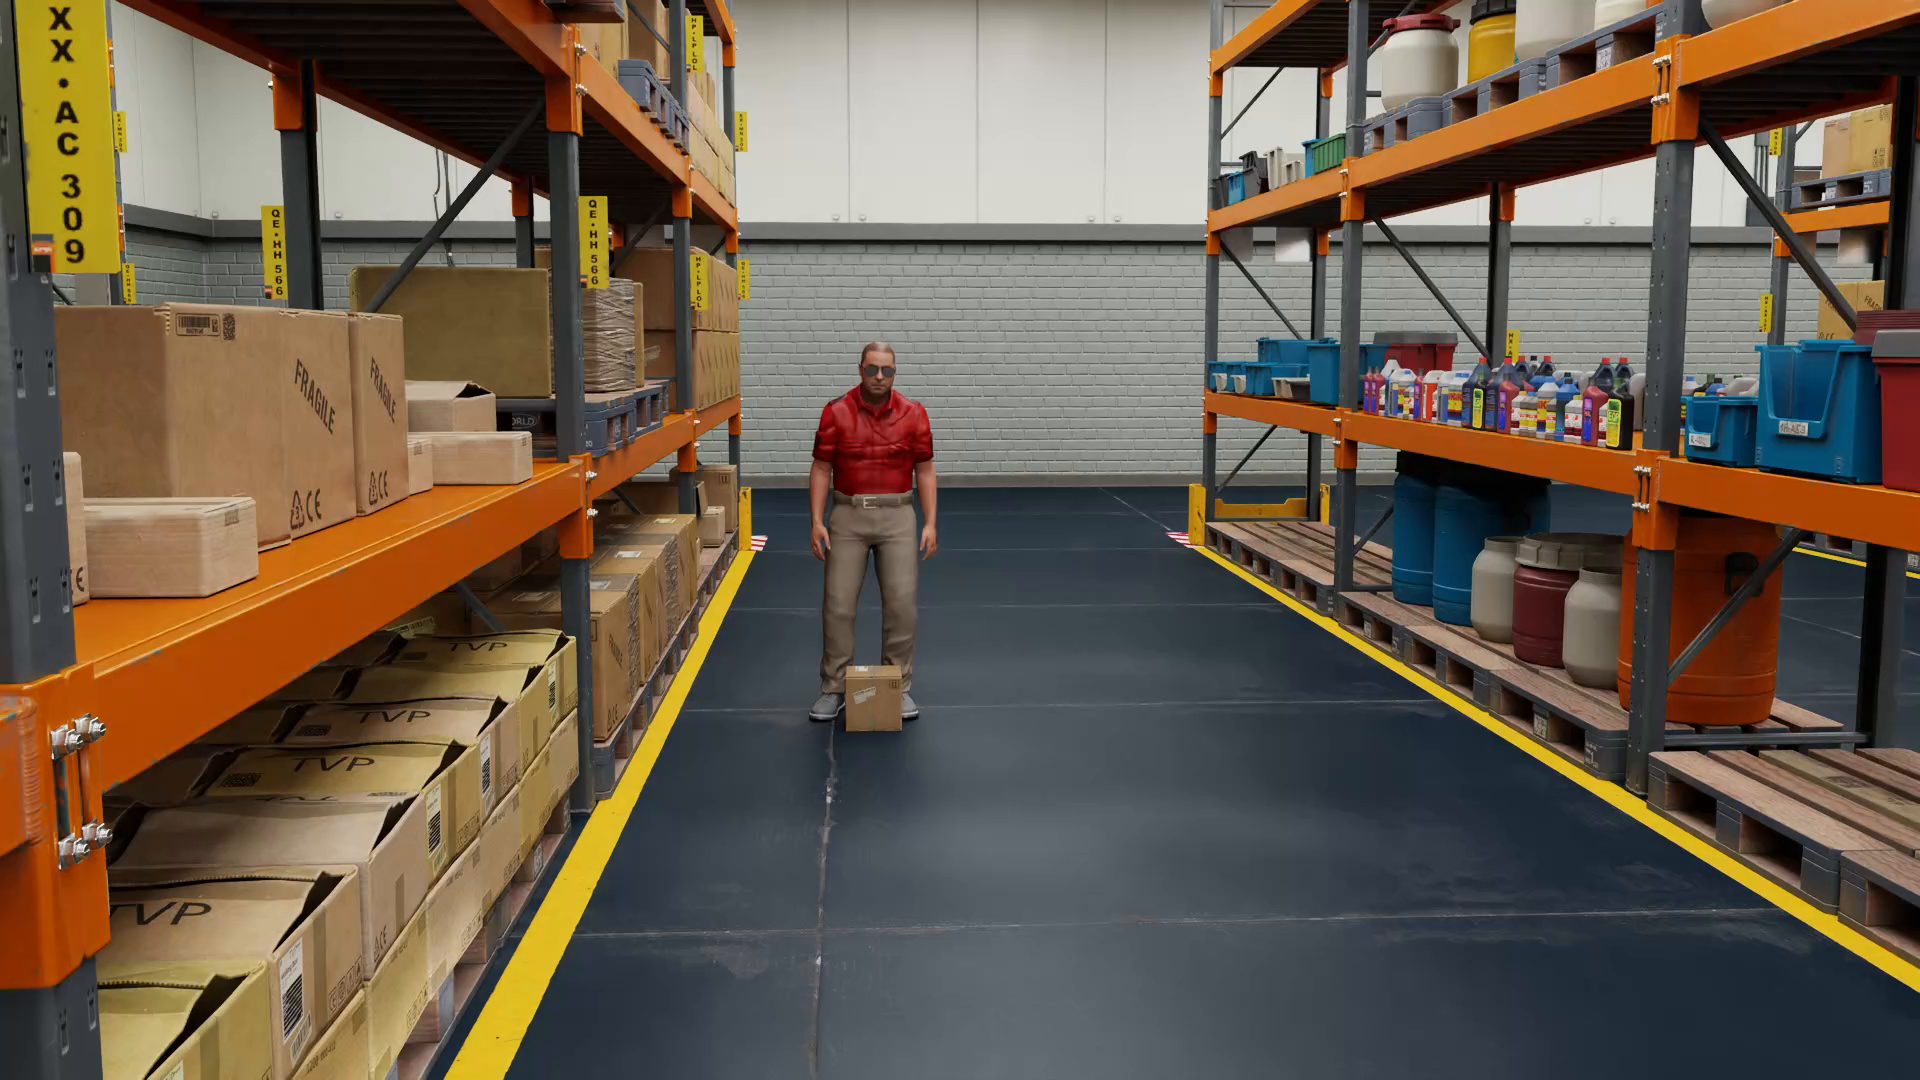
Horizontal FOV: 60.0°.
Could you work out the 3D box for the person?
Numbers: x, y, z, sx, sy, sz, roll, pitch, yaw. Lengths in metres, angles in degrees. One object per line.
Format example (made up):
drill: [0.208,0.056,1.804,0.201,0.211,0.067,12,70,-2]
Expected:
person: [-0.405,-0.049,7.700,0.605,1.728,0.386,-1,7,-6]
